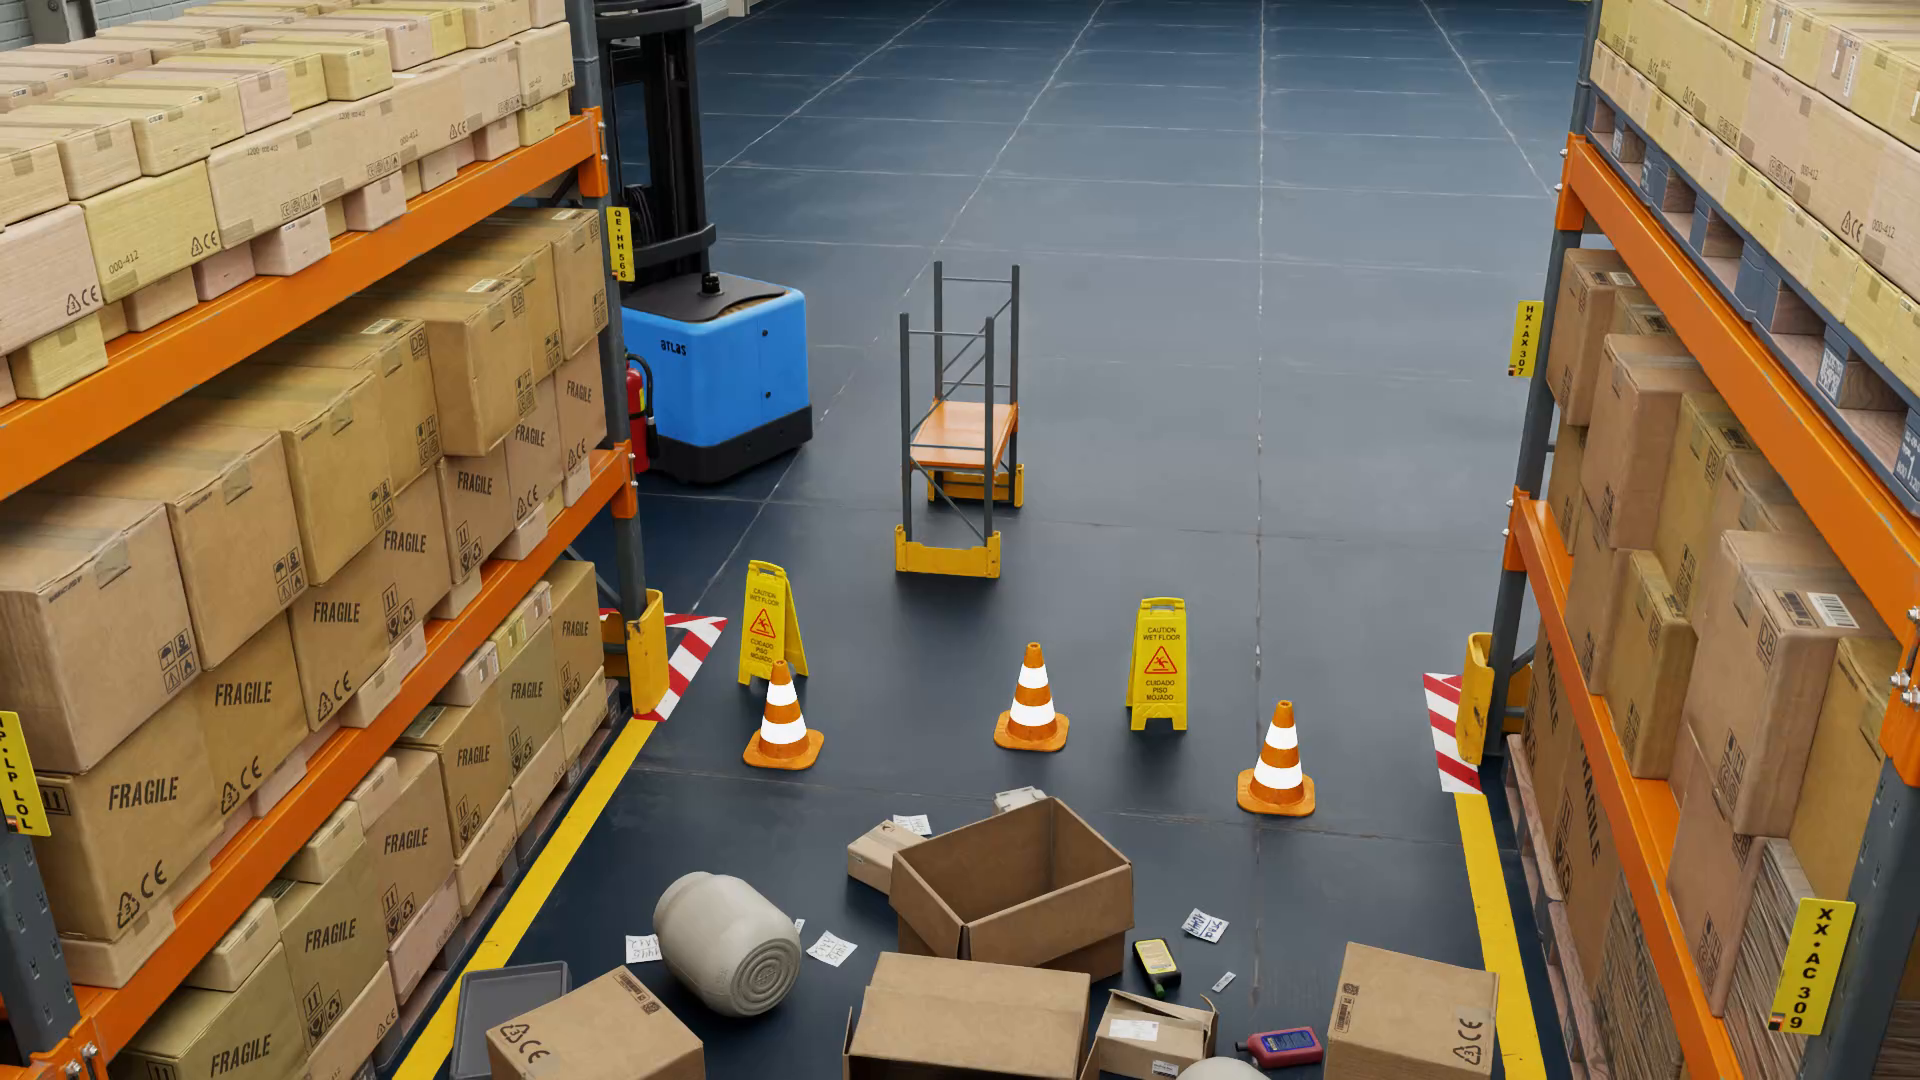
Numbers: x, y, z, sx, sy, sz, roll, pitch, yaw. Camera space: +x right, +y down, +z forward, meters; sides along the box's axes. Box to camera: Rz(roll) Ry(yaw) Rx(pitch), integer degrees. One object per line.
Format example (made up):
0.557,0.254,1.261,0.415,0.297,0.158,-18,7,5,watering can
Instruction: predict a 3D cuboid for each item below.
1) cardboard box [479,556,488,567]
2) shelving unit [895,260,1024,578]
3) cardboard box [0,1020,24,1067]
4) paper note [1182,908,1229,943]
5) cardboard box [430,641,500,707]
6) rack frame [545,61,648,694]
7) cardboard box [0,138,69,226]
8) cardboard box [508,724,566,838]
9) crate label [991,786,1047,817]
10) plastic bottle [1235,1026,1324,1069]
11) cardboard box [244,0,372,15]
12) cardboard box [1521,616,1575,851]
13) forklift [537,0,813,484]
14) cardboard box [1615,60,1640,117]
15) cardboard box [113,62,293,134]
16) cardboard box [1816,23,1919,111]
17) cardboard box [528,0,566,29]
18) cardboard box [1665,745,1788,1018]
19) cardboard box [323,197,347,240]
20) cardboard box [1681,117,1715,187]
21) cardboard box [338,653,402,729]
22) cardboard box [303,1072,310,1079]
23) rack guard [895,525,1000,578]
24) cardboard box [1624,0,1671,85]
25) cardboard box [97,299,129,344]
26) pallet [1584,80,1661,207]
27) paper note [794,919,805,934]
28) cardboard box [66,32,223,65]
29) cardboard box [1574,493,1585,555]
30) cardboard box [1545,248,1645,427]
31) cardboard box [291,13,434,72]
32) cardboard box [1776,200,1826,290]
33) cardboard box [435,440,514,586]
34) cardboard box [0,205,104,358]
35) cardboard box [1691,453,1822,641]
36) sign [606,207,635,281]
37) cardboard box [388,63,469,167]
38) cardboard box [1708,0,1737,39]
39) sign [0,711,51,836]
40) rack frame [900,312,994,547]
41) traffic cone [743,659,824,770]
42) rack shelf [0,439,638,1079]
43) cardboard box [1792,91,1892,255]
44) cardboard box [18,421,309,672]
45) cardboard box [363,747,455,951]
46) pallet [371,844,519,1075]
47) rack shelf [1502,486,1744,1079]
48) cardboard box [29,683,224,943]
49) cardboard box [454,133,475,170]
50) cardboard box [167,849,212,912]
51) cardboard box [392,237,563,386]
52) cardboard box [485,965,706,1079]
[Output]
-2.053,0.050,6.402,0.380,0.149,0.250,4,25,9,cardboard box
0.012,-0.711,9.500,0.587,1.500,1.083,4,25,9,shelving unit
-2.837,1.461,4.955,0.500,0.500,0.500,4,25,8,cardboard box
0.960,1.505,6.500,0.144,0.017,0.142,13,28,26,paper note
-1.972,0.486,6.271,0.380,0.149,0.250,5,26,11,cardboard box
-2.016,-0.662,7.626,1.000,3.000,0.127,4,25,9,rack frame
-2.282,-0.815,3.770,0.380,0.149,0.250,5,26,10,cardboard box
-1.975,0.966,6.896,0.500,0.250,0.500,4,25,9,cardboard box
0.270,1.172,7.085,0.250,0.136,0.298,-9,27,-19,crate label
1.121,1.791,5.851,0.283,0.061,0.133,-5,25,-10,plastic bottle
-2.402,-1.926,6.145,0.380,0.149,0.250,4,25,8,cardboard box
2.839,0.699,6.729,0.875,0.875,0.875,4,25,9,cardboard box
-2.461,-2.158,10.903,3.031,2.935,1.130,17,30,33,forklift
2.430,-1.509,5.580,0.380,0.149,0.250,4,25,9,cardboard box
-2.137,-1.252,4.705,0.380,0.149,0.250,4,25,8,cardboard box
2.100,-1.020,3.595,0.380,0.149,0.250,4,25,9,cardboard box
-1.780,-2.106,6.528,0.380,0.149,0.250,4,25,9,cardboard box
2.347,0.857,4.204,0.875,0.550,0.550,4,25,9,cardboard box
-2.123,-0.993,5.091,0.380,0.149,0.250,4,25,9,cardboard box
2.265,-1.086,4.676,0.380,0.149,0.250,4,25,9,cardboard box
-2.083,0.481,5.480,0.380,0.149,0.250,4,25,9,cardboard box
-2.306,1.838,5.033,0.500,0.250,0.500,3,25,6,cardboard box
-0.069,0.063,9.320,0.587,0.250,0.087,4,25,9,rack guard
2.471,-1.625,5.359,0.500,0.250,0.500,4,25,8,cardboard box
-2.347,-0.564,4.175,0.380,0.149,0.250,4,25,9,cardboard box
2.773,-1.369,5.702,1.003,0.211,1.213,4,25,9,pallet
-0.636,1.520,6.492,0.032,0.001,0.123,4,25,9,paper note
-2.555,-1.499,5.231,0.380,0.149,0.250,5,25,10,cardboard box
2.800,-0.039,6.118,0.875,0.550,0.550,4,25,9,cardboard box
2.786,-0.766,6.397,0.875,0.550,0.550,4,25,9,cardboard box
-2.023,-1.688,5.636,0.380,0.149,0.250,4,25,9,cardboard box
2.098,-0.663,3.774,0.380,0.149,0.250,4,25,9,cardboard box
-2.004,-0.178,6.122,0.500,0.500,0.500,4,25,8,cardboard box
-2.327,-0.579,3.737,0.500,0.250,0.500,3,25,7,cardboard box
2.524,0.149,4.444,0.875,0.550,0.550,4,25,9,cardboard box
-1.471,-1.282,7.213,0.100,0.325,0.005,4,25,9,sign
-1.997,-1.427,5.548,0.500,0.250,0.500,5,25,10,cardboard box
2.265,-1.446,4.506,0.380,0.149,0.250,4,25,9,cardboard box
-2.121,0.524,3.727,0.100,0.325,0.005,4,25,9,sign
-0.069,-0.502,9.054,0.500,1.500,0.032,4,25,9,rack frame
-0.813,0.756,7.588,0.336,0.463,0.334,4,25,9,traffic cone
-2.342,0.501,5.991,1.077,0.370,4.000,4,25,9,rack shelf
2.141,-0.784,3.561,0.500,0.250,0.500,4,25,8,cardboard box
-2.278,-0.003,4.569,0.700,0.500,0.500,4,25,9,cardboard box
-2.144,1.057,5.817,0.500,0.500,0.500,5,26,11,cardboard box
-2.397,1.479,6.341,1.003,0.211,1.213,4,25,9,pallet
2.558,0.801,5.349,1.077,0.370,4.000,4,25,9,rack shelf
-2.322,0.666,4.319,0.500,0.500,0.500,4,25,8,cardboard box
-1.990,-1.422,6.007,0.380,0.149,0.250,4,25,9,cardboard box
-2.311,0.906,4.572,0.380,0.149,0.250,5,26,10,cardboard box
-1.974,-0.855,6.389,0.700,0.500,0.500,4,25,9,cardboard box
-1.152,1.788,5.337,0.500,0.500,0.500,-20,32,-36,cardboard box
